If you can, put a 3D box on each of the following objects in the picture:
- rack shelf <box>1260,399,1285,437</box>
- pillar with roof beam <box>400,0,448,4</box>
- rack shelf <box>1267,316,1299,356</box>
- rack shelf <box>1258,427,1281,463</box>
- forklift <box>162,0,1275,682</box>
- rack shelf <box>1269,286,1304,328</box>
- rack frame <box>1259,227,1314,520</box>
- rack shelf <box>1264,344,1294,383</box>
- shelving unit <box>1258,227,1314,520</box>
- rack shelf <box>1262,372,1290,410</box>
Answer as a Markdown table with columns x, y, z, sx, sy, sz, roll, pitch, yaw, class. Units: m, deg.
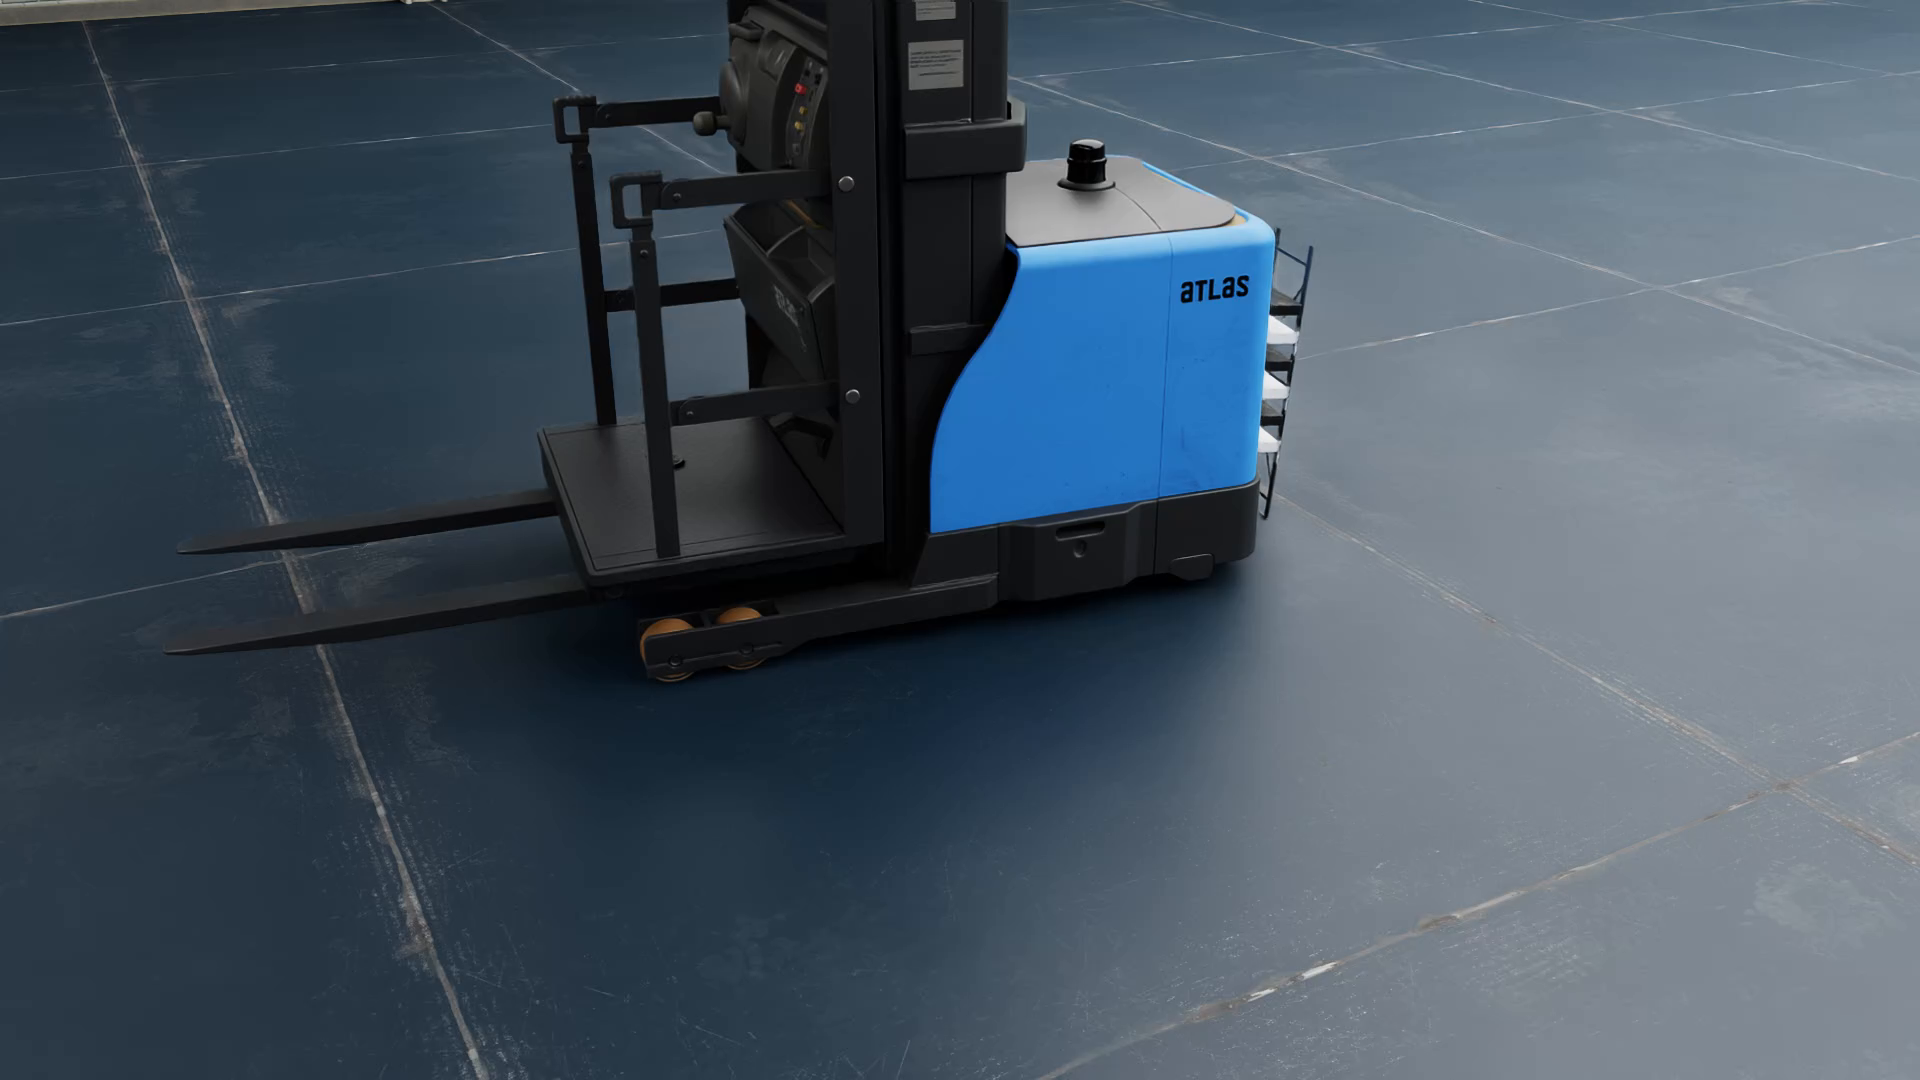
| x | y | z | sx | sy | sz | roll | pitch | yaw | class |
| --- | --- | --- | --- | --- | --- | --- | --- | --- | --- |
| 0.890 | -0.407 | 5.326 | 0.200 | 0.077 | 0.258 | -3 | 25 | -17 | rack shelf |
| -3.199 | -7.665 | 10.819 | 0.400 | 9.000 | 9.100 | -13 | 29 | -25 | pillar with roof beam |
| 0.911 | -0.653 | 5.215 | 0.200 | 0.077 | 0.258 | -3 | 25 | -17 | rack shelf |
| 0.883 | -0.326 | 5.363 | 0.200 | 0.077 | 0.258 | -3 | 25 | -17 | rack shelf |
| -0.681 | -1.198 | 4.360 | 3.031 | 2.935 | 1.130 | -9 | 27 | -18 | forklift |
| 0.918 | -0.734 | 5.178 | 0.200 | 0.077 | 0.258 | -3 | 25 | -17 | rack shelf |
| 0.997 | -0.525 | 5.305 | 0.006 | 0.900 | 0.240 | -3 | 25 | -17 | rack frame |
| 0.904 | -0.571 | 5.252 | 0.200 | 0.077 | 0.258 | -3 | 25 | -17 | rack shelf |
| 0.900 | -0.519 | 5.275 | 0.210 | 0.900 | 0.258 | -3 | 25 | -17 | shelving unit |
| 0.897 | -0.489 | 5.289 | 0.200 | 0.077 | 0.258 | -3 | 25 | -17 | rack shelf |
